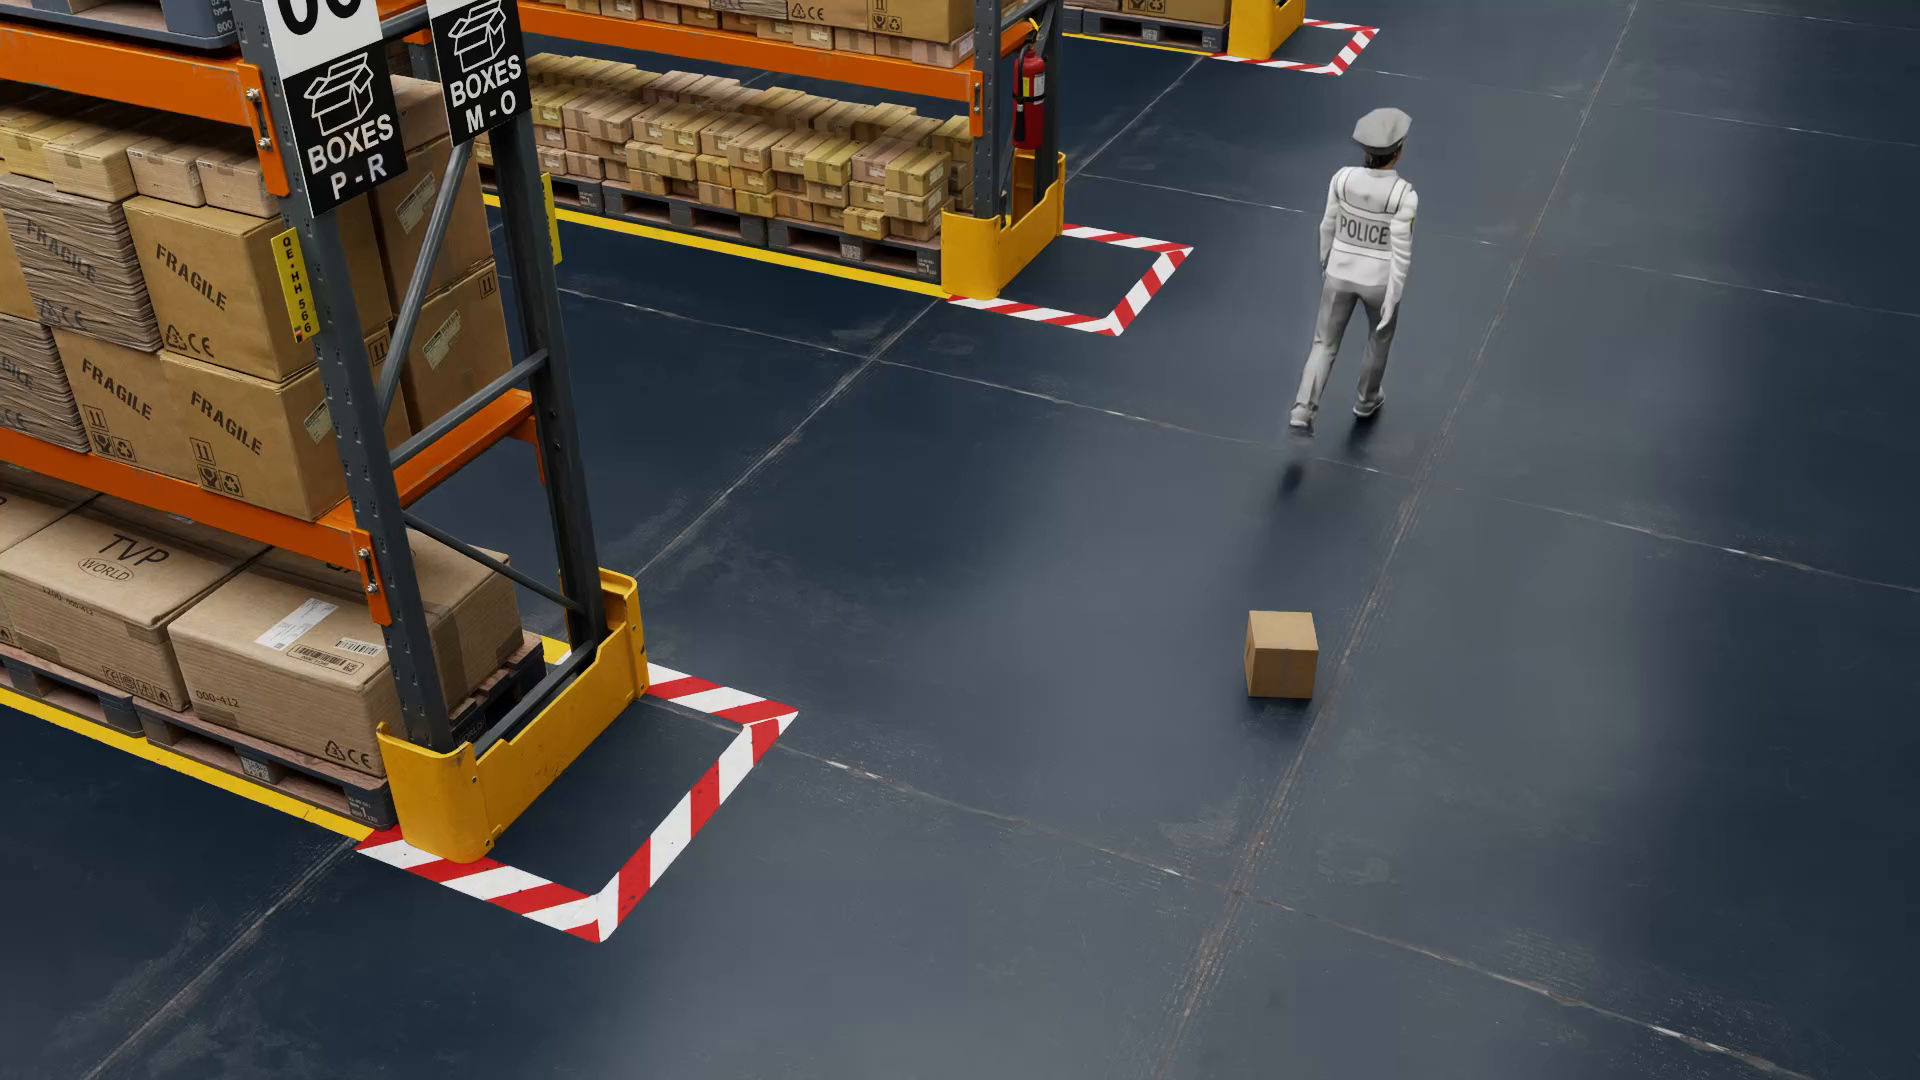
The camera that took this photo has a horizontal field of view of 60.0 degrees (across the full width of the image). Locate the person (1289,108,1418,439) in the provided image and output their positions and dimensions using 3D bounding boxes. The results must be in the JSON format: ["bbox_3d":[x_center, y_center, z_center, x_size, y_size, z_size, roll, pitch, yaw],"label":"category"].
[{"bbox_3d":[1.917,-1.243,7.946,0.459,1.648,0.901,17,38,24],"label":"person"}]
